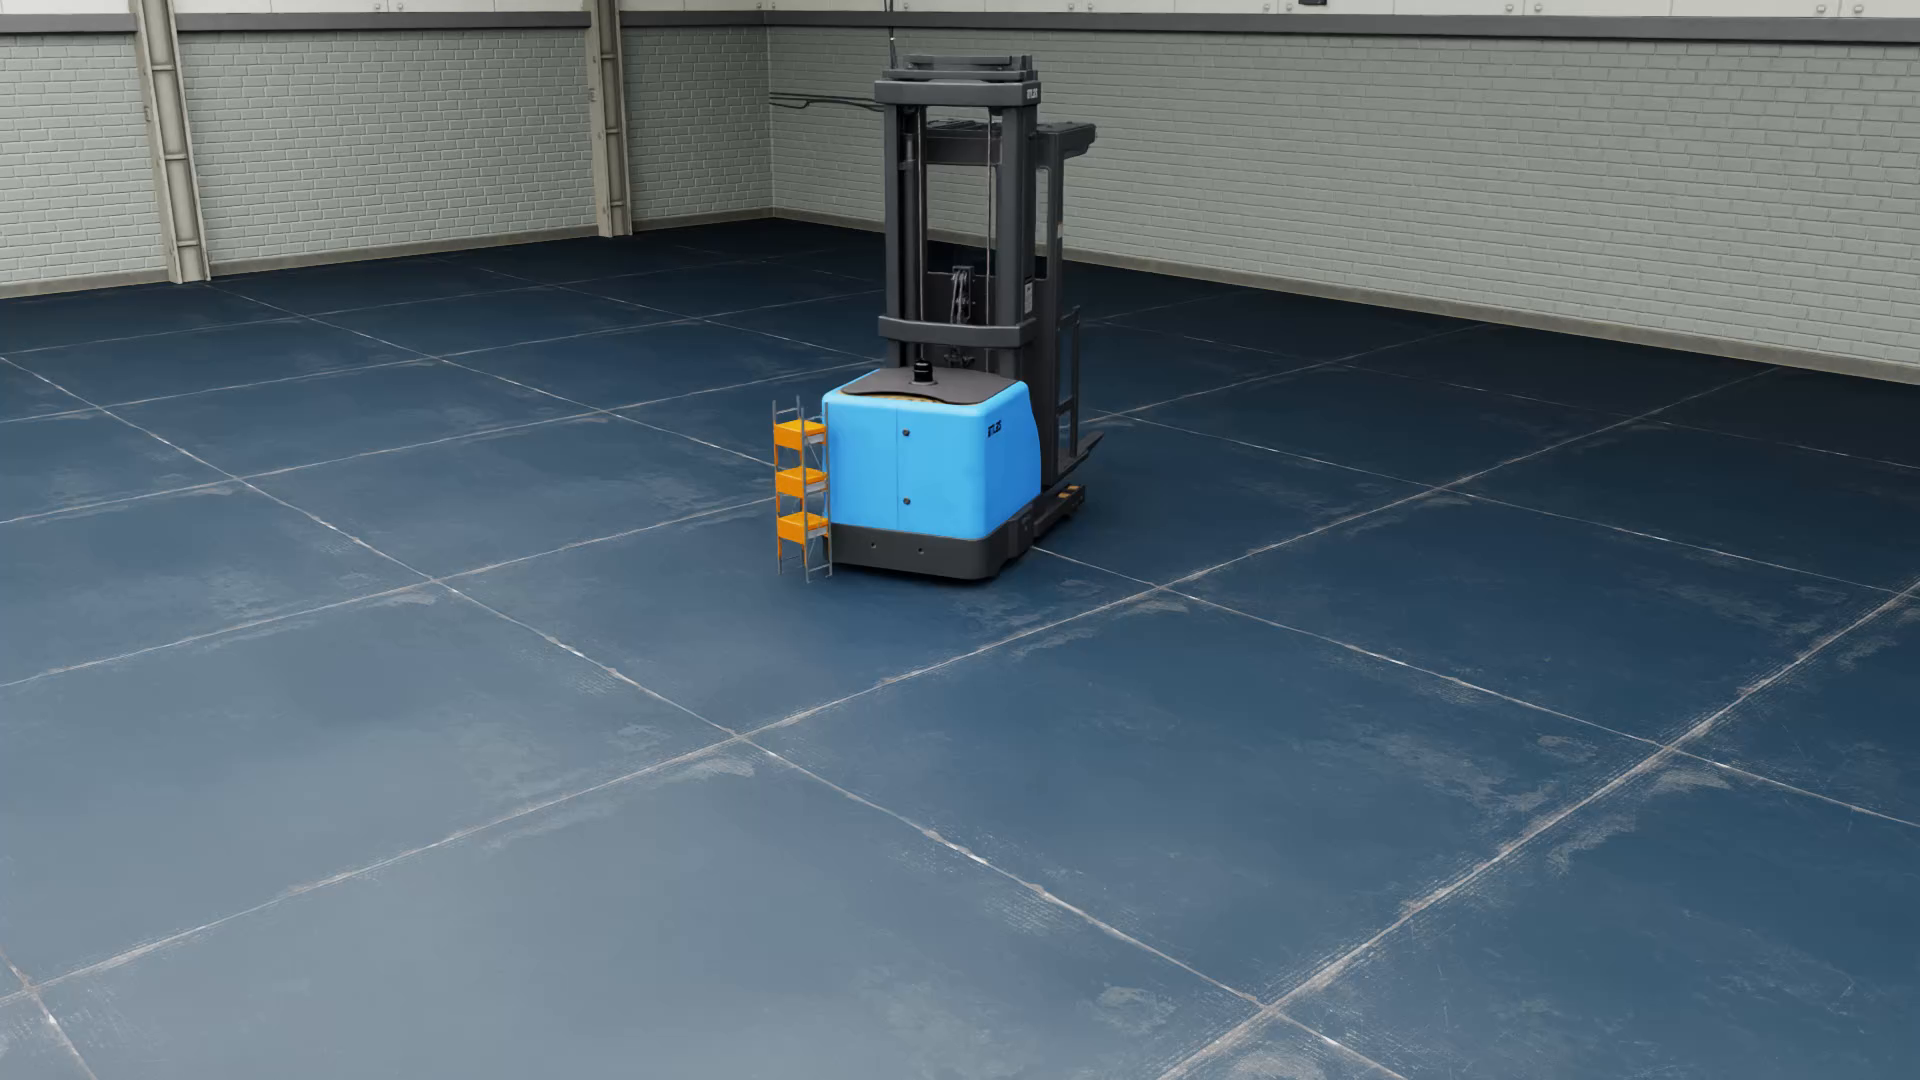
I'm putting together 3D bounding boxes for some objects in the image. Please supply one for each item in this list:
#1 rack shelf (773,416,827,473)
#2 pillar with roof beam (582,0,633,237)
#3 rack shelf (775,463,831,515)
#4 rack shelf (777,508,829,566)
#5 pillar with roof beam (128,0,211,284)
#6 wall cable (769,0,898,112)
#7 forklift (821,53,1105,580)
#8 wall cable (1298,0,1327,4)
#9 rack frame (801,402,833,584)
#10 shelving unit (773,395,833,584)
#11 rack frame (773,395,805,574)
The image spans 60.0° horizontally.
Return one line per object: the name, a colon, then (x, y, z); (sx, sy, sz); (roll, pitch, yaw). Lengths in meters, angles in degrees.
rack shelf: (-0.915, -0.553, 9.600); (0.240, 0.259, 0.215); (16, 24, 41)
pillar with roof beam: (-2.048, -7.746, 19.786); (0.400, 9.000, 9.100); (-16, 24, -41)
rack shelf: (-0.915, -0.283, 9.688); (0.240, 0.259, 0.215); (16, 24, 41)
rack shelf: (-0.914, -0.018, 9.774); (0.240, 0.259, 0.215); (16, 24, 41)
pillar with roof beam: (-6.407, -6.475, 15.865); (0.400, 9.000, 9.100); (-16, 24, -41)
wall cable: (-1.956, -7.562, 24.252); (0.112, 2.526, 3.097); (-16, 24, -41)
forklift: (0.195, -1.582, 10.611); (1.130, 2.935, 3.031); (7, 19, 20)
wall cable: (4.555, -8.526, 16.677); (0.169, 6.003, 2.305); (-16, 24, -41)
rack frame: (-0.826, -0.267, 9.605); (0.008, 1.050, 0.200); (16, 24, 41)
shelving unit: (-0.915, -0.293, 9.685); (0.252, 1.050, 0.215); (16, 24, 41)
rack frame: (-1.003, -0.319, 9.764); (0.008, 1.050, 0.200); (16, 24, 41)
